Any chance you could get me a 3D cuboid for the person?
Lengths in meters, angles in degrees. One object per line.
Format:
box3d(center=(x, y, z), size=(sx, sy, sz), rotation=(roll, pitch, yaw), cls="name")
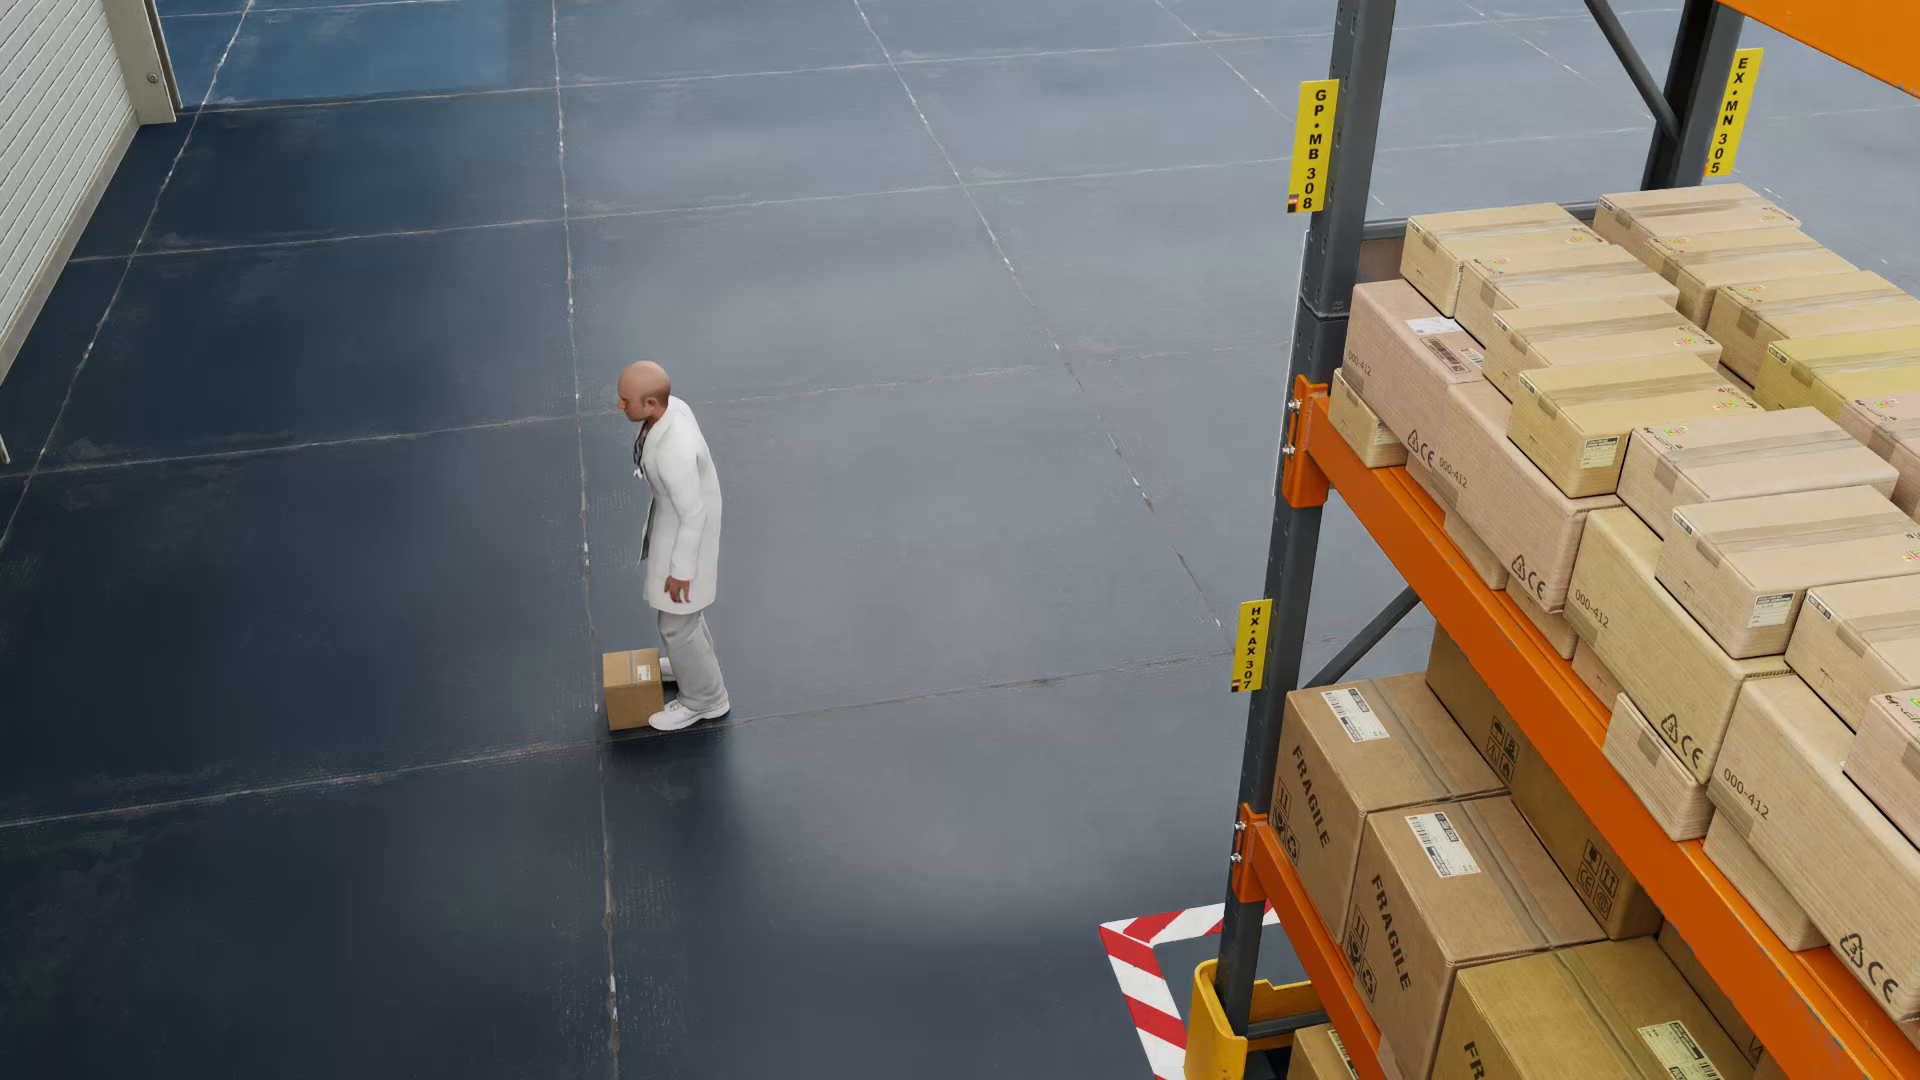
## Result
box3d(center=(-1.228, 0.011, 7.141), size=(0.429, 1.772, 0.646), rotation=(-9, 35, -13), cls="person")
